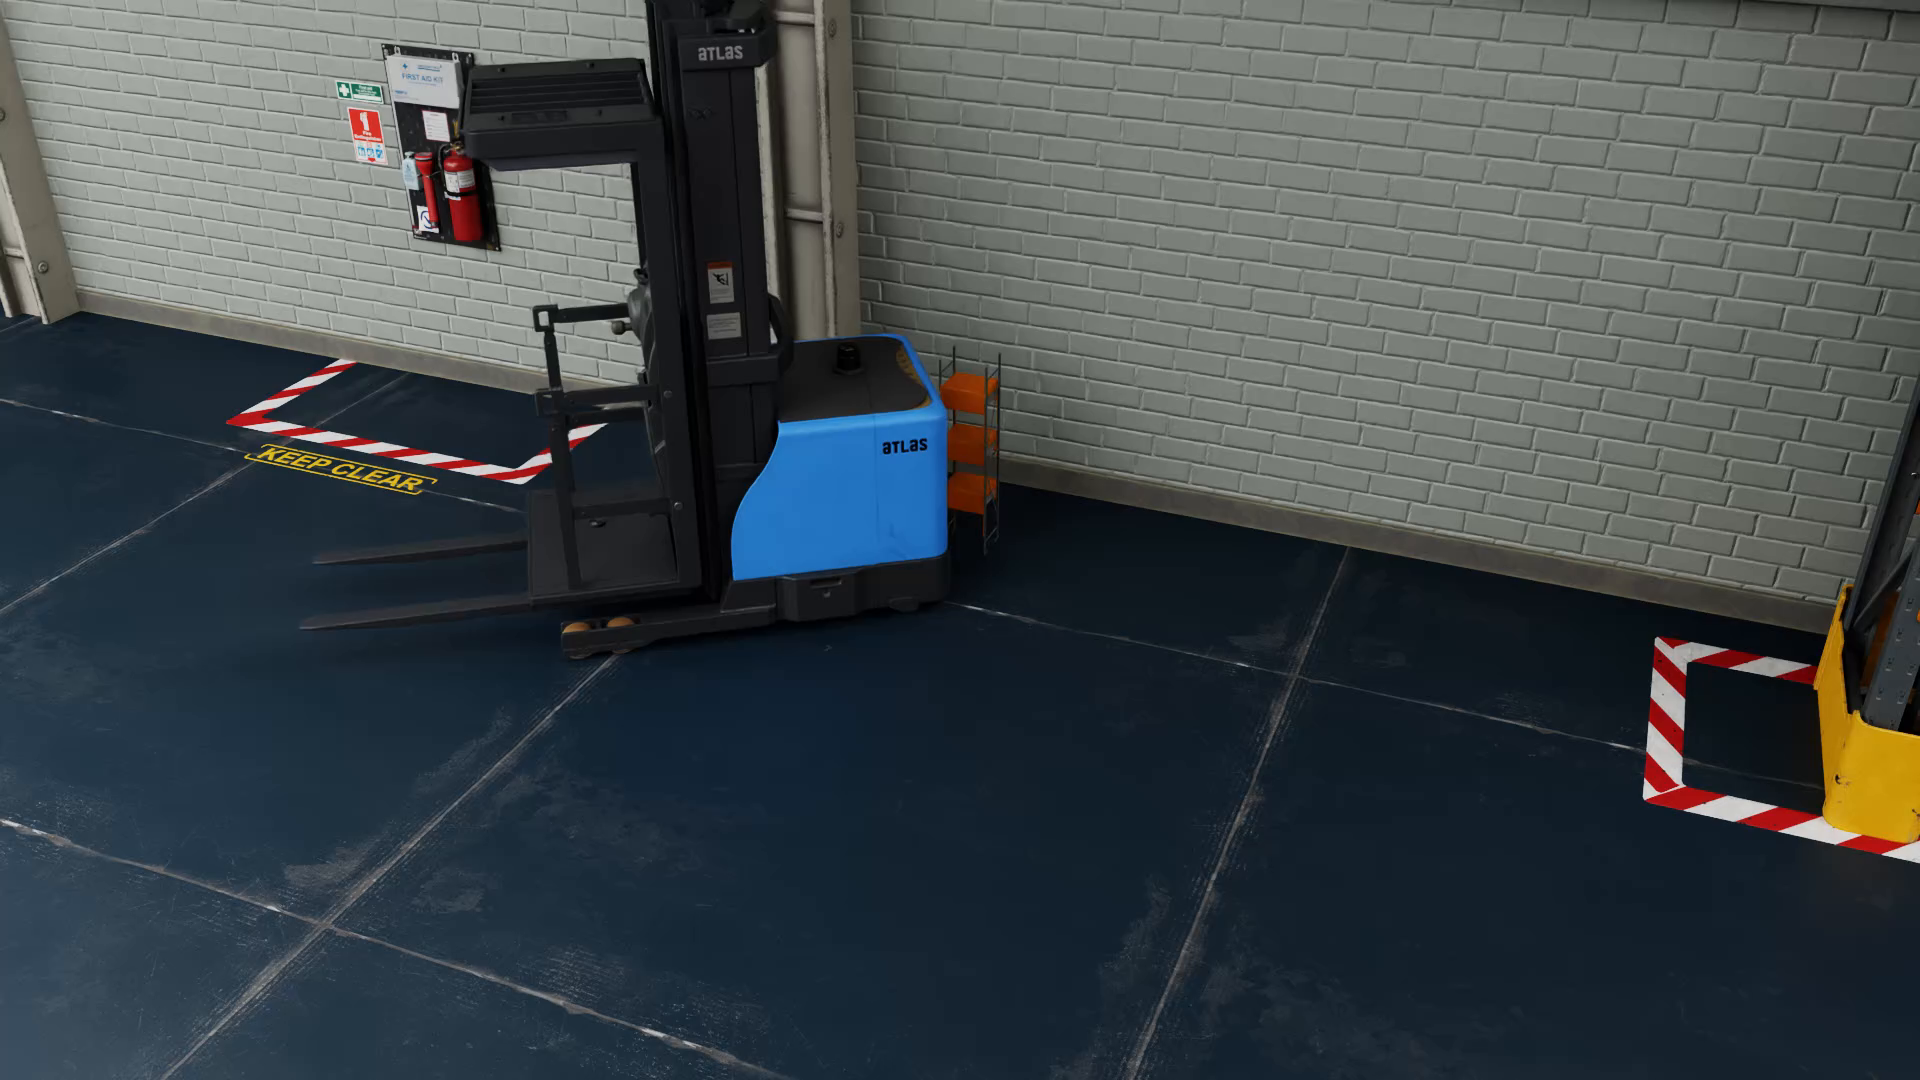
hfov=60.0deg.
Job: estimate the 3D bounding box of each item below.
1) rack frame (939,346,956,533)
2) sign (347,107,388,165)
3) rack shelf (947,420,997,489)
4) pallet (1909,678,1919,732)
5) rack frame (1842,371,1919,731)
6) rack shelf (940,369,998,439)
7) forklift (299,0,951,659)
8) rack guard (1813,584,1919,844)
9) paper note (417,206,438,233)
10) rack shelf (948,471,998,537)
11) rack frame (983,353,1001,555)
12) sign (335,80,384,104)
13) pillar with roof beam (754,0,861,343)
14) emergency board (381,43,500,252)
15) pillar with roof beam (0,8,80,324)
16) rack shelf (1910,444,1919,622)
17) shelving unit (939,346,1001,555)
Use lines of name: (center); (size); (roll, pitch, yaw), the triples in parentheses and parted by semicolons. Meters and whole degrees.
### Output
rack frame: (-0.063, -0.470, 8.514); (0.008, 1.050, 0.200); (11, 31, 19)
sign: (-3.540, -2.414, 9.936); (0.234, 0.329, 0.001); (11, 31, 19)
rack shelf: (0.050, -0.438, 8.479); (0.240, 0.259, 0.215); (11, 31, 19)
pallet: (4.605, 0.995, 6.776); (1.213, 0.211, 1.003); (11, 31, 19)
rack frame: (3.795, -0.400, 6.409); (0.127, 3.000, 1.000); (11, 31, 19)
rack shelf: (0.050, -0.685, 8.340); (0.240, 0.259, 0.215); (11, 31, 19)
forklift: (-1.618, -1.008, 7.555); (3.031, 2.935, 1.130); (-7, 30, -11)
rack guard: (3.865, 0.703, 6.999); (0.348, 0.500, 1.175); (11, 31, 19)
paper note: (-3.205, -1.930, 10.011); (0.142, 0.148, 0.016); (11, 31, 19)
rack shelf: (0.050, -0.196, 8.616); (0.240, 0.259, 0.215); (11, 31, 19)
rack frame: (0.163, -0.425, 8.434); (0.008, 1.050, 0.200); (11, 31, 19)
sign: (-3.539, -2.640, 9.797); (0.331, 0.109, 0.001); (11, 31, 19)
pillar with roof beam: (-2.410, -2.423, 3.892); (0.400, 9.000, 9.100); (11, 31, 19)
emergency board: (-3.067, -2.249, 9.681); (0.643, 1.169, 0.194); (11, 31, 19)
pillar with roof beam: (-7.969, -3.533, 5.856); (0.400, 9.000, 9.100); (11, 31, 19)
rack shelf: (5.648, 0.283, 5.931); (4.000, 0.370, 1.077); (11, 31, 19)
shelving unit: (0.050, -0.447, 8.474); (0.252, 1.050, 0.215); (11, 31, 19)
